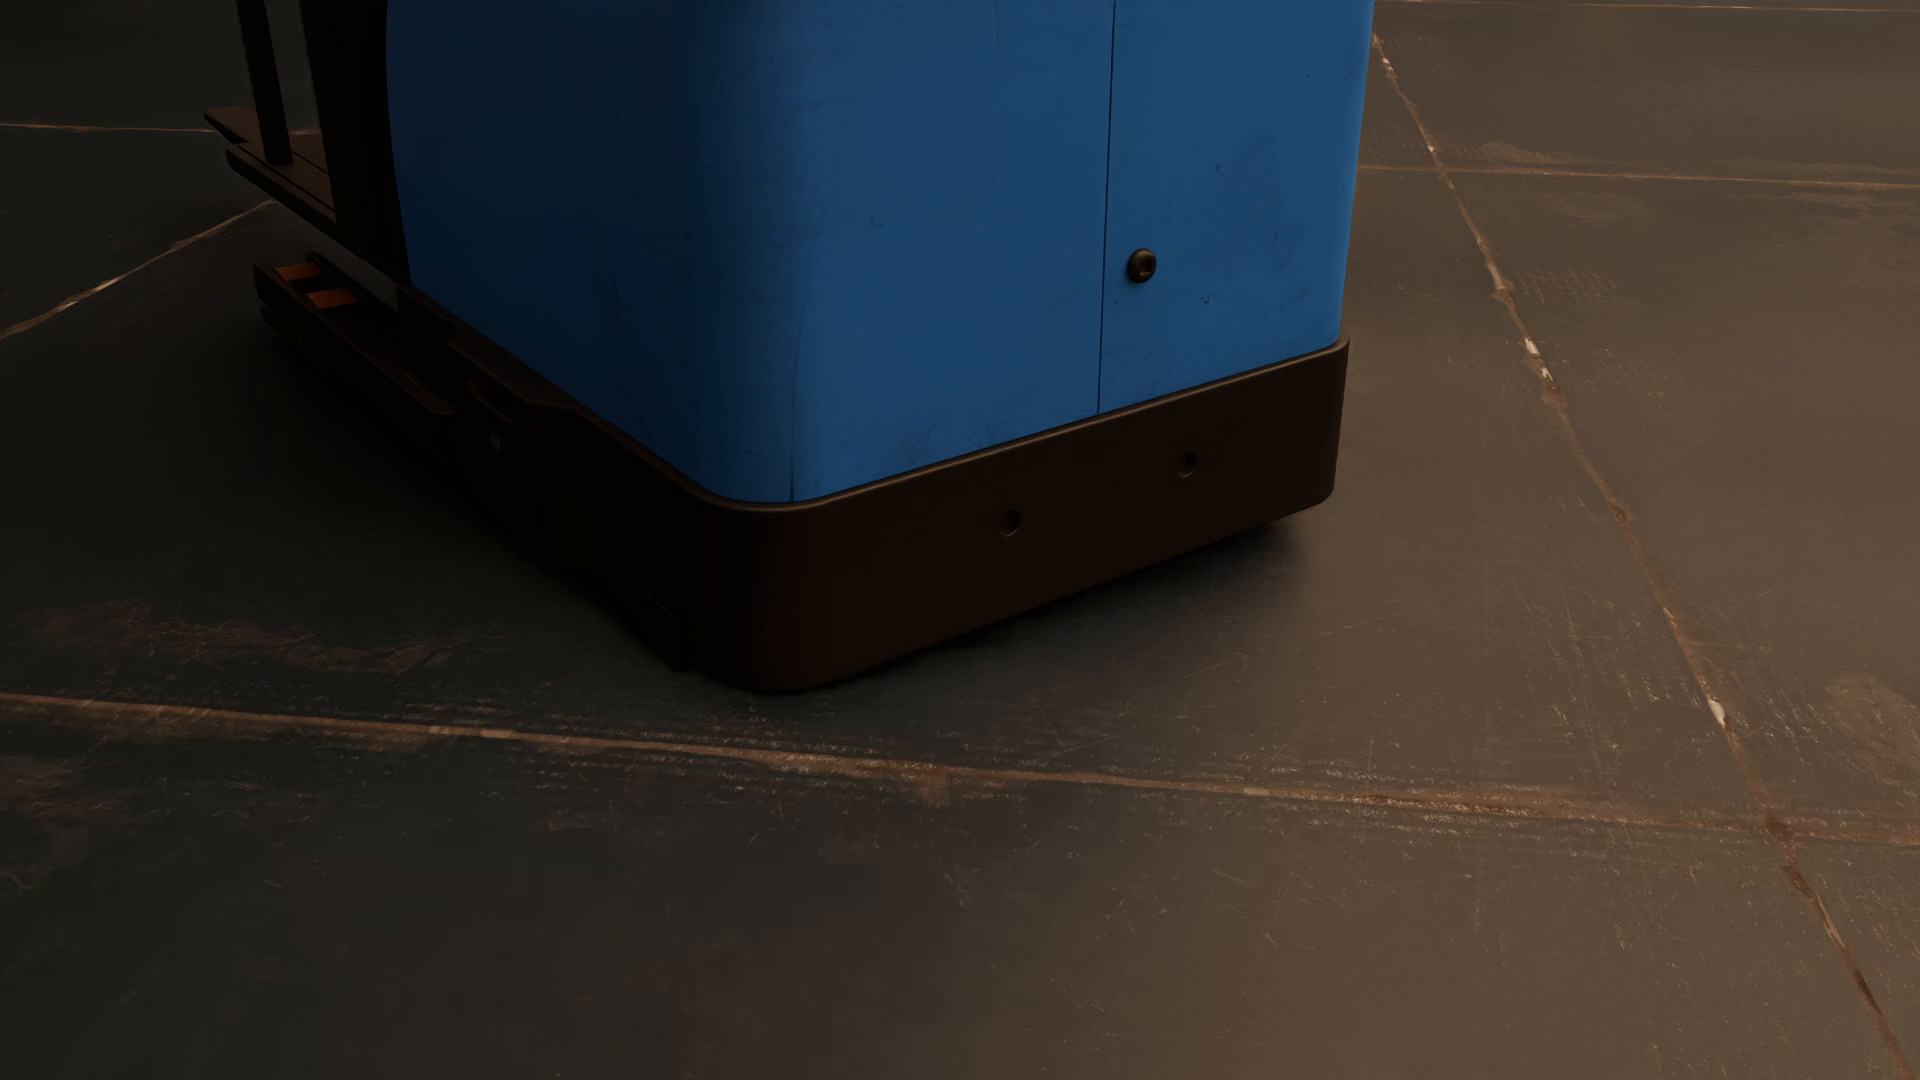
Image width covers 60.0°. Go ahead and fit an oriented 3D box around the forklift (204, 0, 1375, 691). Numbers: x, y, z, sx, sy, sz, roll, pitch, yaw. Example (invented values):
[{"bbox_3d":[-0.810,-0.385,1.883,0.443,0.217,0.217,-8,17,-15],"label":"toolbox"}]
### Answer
[{"bbox_3d":[-0.715,-1.730,2.685,1.130,2.935,3.031,-18,32,-32],"label":"forklift"}]
